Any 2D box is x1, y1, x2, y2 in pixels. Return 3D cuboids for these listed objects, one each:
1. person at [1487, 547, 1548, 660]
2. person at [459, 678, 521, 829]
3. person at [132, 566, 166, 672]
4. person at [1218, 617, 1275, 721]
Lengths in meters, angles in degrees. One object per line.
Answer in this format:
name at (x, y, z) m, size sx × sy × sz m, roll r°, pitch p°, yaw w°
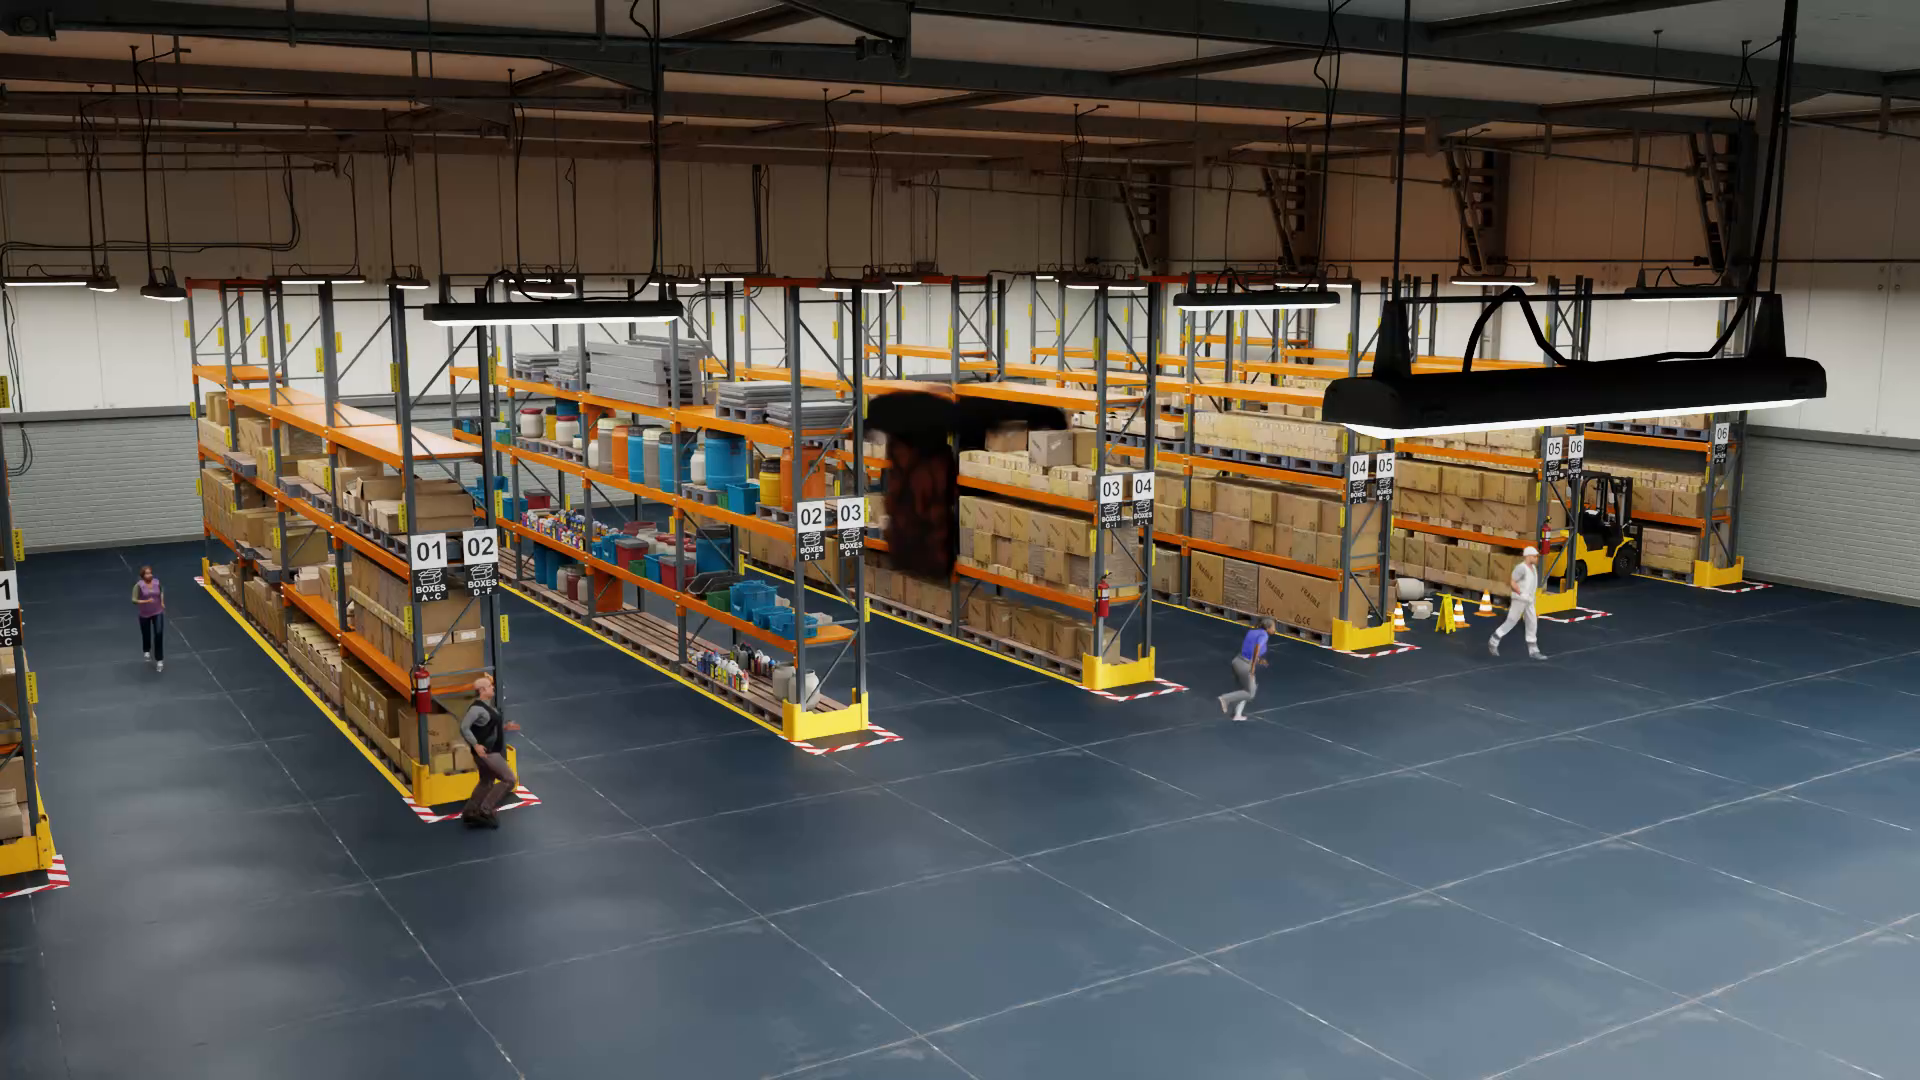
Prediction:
person at (9.019, 0.982, 26.568) m, size 0.706 × 1.767 × 0.960 m, roll -9°, pitch 13°, yaw -44°
person at (-5.277, 2.391, 18.653) m, size 0.695 × 1.712 × 0.646 m, roll -2°, pitch 10°, yaw -10°
person at (-12.677, 1.205, 26.015) m, size 0.499 × 1.597 × 0.825 m, roll -6°, pitch 11°, yaw -33°
person at (3.966, 1.805, 22.963) m, size 0.831 × 1.465 × 0.589 m, roll -3°, pitch 10°, yaw -16°
